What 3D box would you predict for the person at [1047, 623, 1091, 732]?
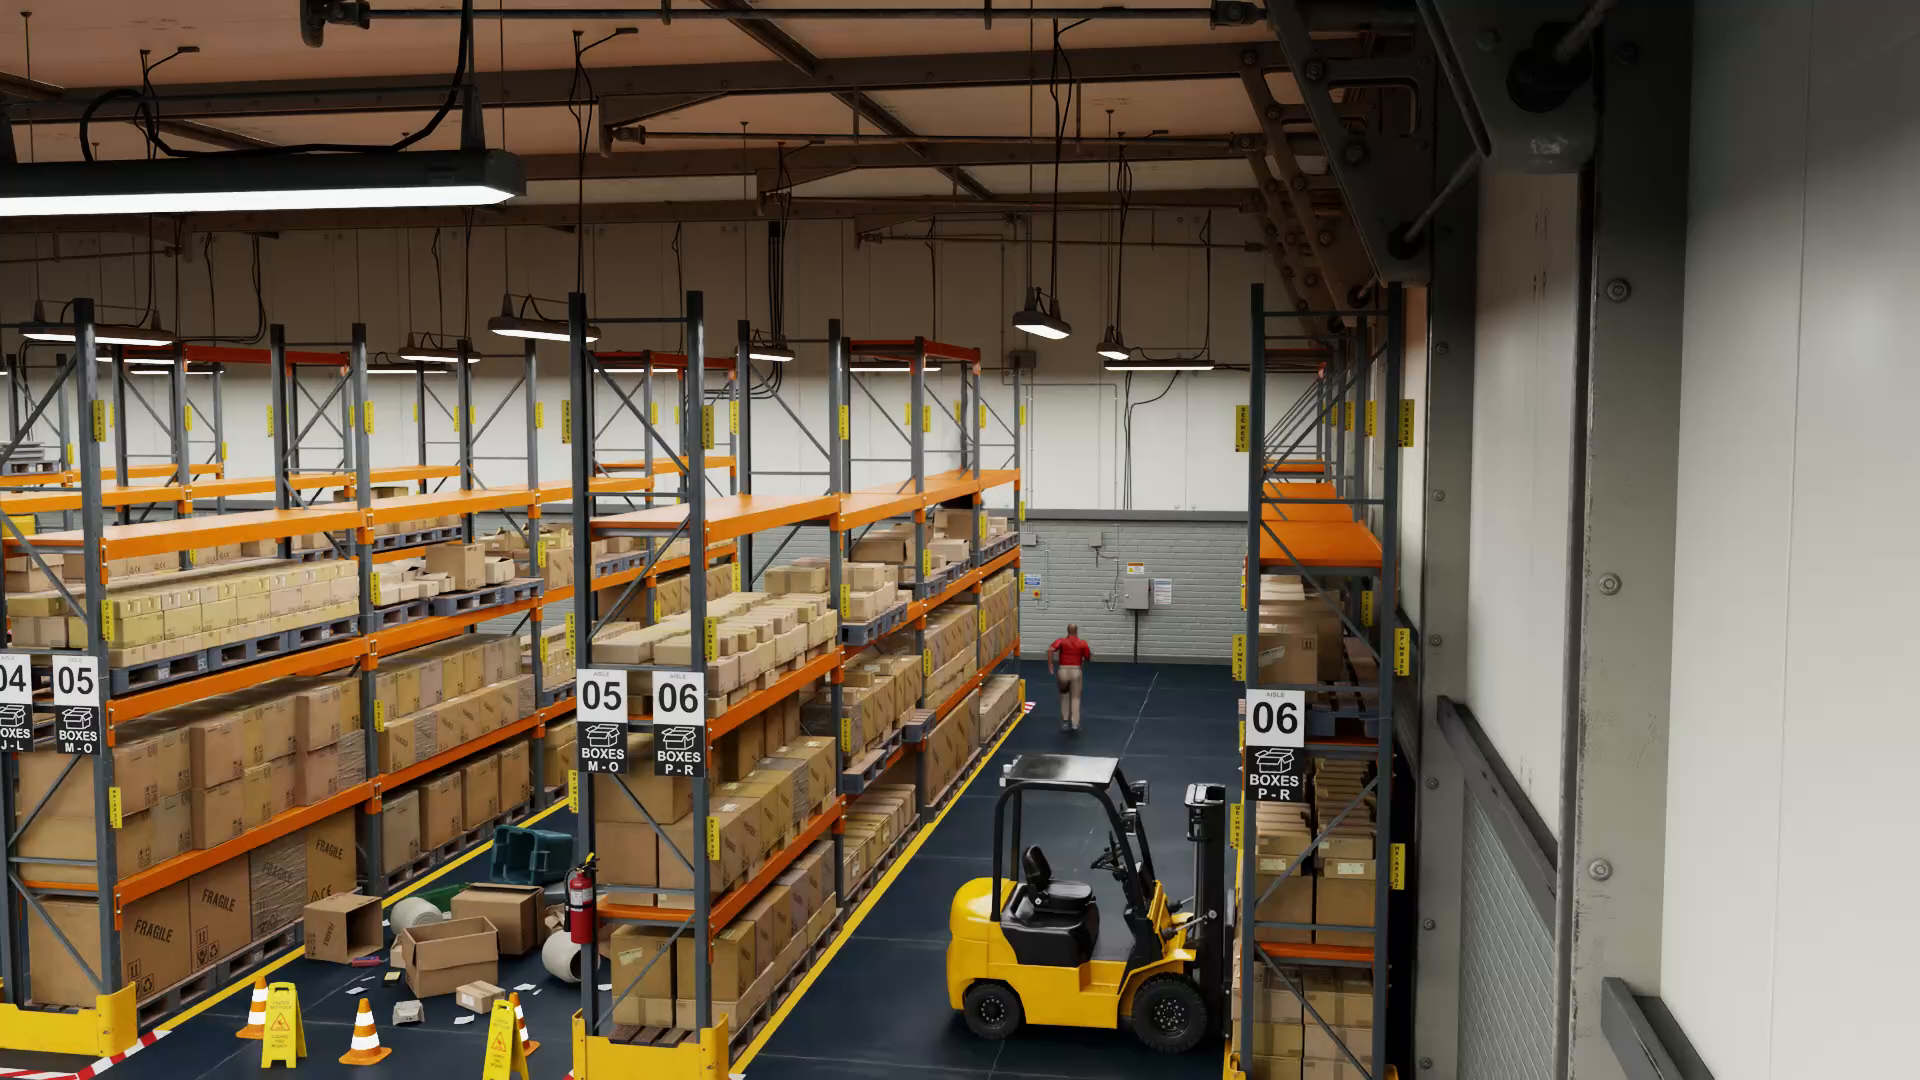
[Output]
[{"bbox_3d":[1.735,2.200,26.339,0.672,1.774,0.901,1,5,11],"label":"person"}]
